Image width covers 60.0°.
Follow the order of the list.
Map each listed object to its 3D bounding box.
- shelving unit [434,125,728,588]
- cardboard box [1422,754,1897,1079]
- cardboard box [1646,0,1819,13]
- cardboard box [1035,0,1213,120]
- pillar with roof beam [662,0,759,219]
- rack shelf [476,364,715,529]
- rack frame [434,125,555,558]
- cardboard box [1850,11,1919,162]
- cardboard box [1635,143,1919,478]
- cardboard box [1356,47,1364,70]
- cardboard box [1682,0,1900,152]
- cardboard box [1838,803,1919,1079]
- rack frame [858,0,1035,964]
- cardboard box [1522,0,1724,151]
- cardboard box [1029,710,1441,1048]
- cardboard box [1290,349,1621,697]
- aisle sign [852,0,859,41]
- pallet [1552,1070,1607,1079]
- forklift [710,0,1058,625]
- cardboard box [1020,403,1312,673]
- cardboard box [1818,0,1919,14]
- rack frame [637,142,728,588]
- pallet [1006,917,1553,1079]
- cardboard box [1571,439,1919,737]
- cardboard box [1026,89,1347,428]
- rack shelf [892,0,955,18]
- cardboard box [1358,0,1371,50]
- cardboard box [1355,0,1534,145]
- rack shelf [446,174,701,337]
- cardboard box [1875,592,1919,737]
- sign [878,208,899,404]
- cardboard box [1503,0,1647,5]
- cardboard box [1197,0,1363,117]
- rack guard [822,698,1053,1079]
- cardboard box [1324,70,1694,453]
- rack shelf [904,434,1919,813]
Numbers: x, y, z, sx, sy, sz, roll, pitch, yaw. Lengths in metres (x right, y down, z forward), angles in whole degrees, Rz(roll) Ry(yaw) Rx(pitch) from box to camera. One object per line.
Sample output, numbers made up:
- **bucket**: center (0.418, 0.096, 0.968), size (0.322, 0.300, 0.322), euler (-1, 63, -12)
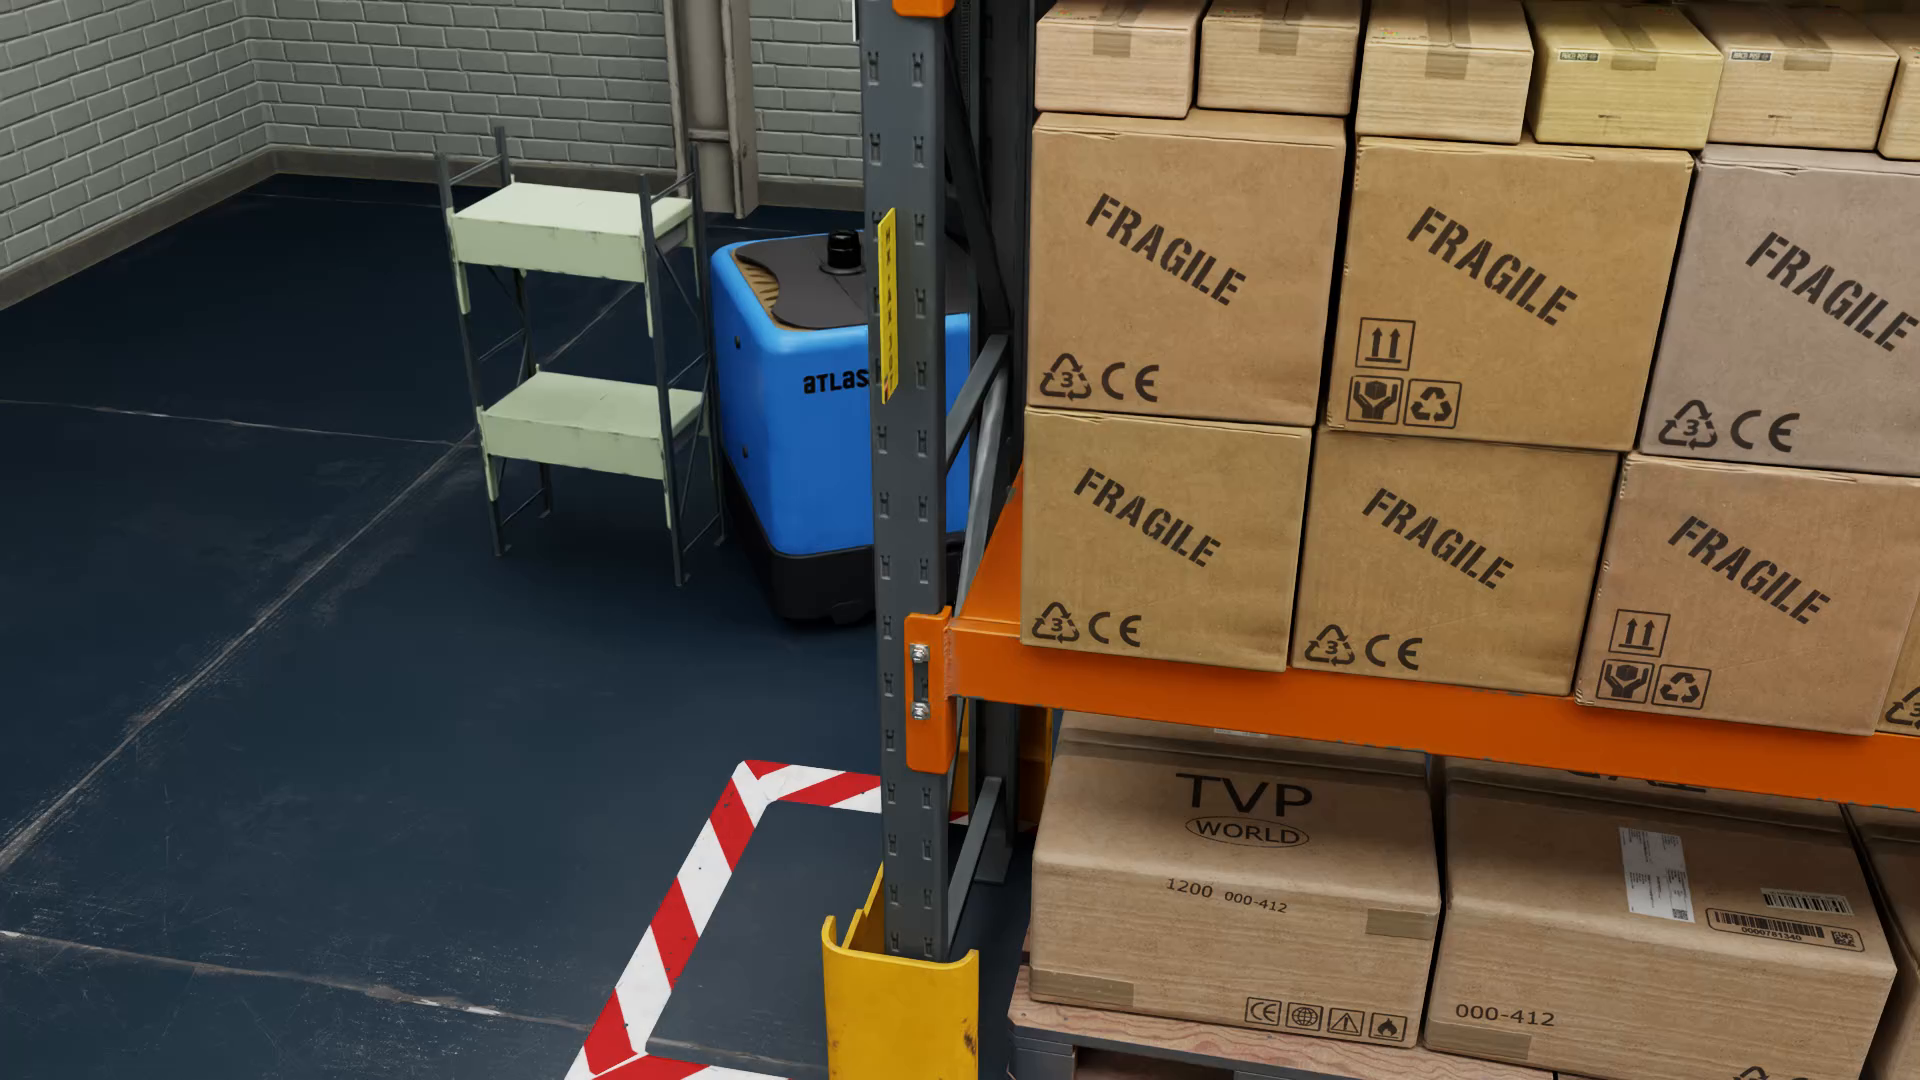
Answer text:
- **shelving unit**: center (-1.295, -0.633, 5.844), size (0.755, 1.500, 0.431), euler (8, 30, 15)
- **cardboard box**: center (1.561, 0.799, 3.898), size (0.875, 0.438, 0.875), euler (7, 29, 12)
- **cardboard box**: center (1.393, -0.968, 3.074), size (0.250, 0.149, 0.380), euler (6, 29, 10)
- **cardboard box**: center (0.288, -0.849, 2.857), size (0.250, 0.149, 0.380), euler (6, 29, 12)
- **pillar with roof beam**: center (-2.316, -3.883, 3.972), size (0.400, 9.000, 9.100), euler (6, 29, 11)
- **rack shelf**: center (-1.295, -0.347, 6.001), size (0.720, 0.370, 0.431), euler (8, 30, 15)
- **rack frame**: center (-1.644, -0.685, 5.940), size (0.023, 1.500, 0.400), euler (8, 30, 15)
- **cardboard box**: center (1.553, -0.712, 2.607), size (0.250, 0.149, 0.380), euler (6, 29, 11)
- **cardboard box**: center (1.420, -0.452, 2.807), size (0.500, 0.500, 0.500), euler (6, 29, 10)
- **cardboard box**: center (1.037, -0.755, 3.361), size (0.500, 0.500, 0.500), euler (6, 29, 11)
- **cardboard box**: center (1.318, -0.757, 2.689), size (0.250, 0.149, 0.380), euler (6, 29, 11)
- **cardboard box**: center (2.443, 0.890, 3.732), size (0.875, 0.438, 0.875), euler (5, 29, 9)
- **rack frame**: center (-0.002, -0.248, 3.579), size (0.127, 3.000, 1.000), euler (6, 29, 11)
- **cardboard box**: center (1.050, -0.759, 2.691), size (0.250, 0.149, 0.380), euler (5, 29, 9)
- **cardboard box**: center (0.665, 0.711, 4.059), size (0.875, 0.438, 0.875), euler (5, 29, 9)
- **cardboard box**: center (0.908, -0.071, 3.152), size (0.500, 0.500, 0.500), euler (5, 29, 10)
- **aisle sign**: center (-0.133, -1.259, 2.720), size (0.004, 0.787, 0.394), euler (6, 29, 11)
- **pallet**: center (1.986, 1.142, 3.944), size (1.213, 0.211, 1.003), euler (6, 29, 11)
- **forklift**: center (0.669, -1.406, 5.767), size (3.031, 2.935, 1.130), euler (-9, 30, -16)
- **cardboard box**: center (0.408, -0.109, 3.221), size (0.500, 0.500, 0.500), euler (6, 29, 10)
- **cardboard box**: center (1.650, -0.971, 3.079), size (0.250, 0.149, 0.380), euler (7, 29, 12)
- **rack frame**: center (-0.945, -0.581, 5.749), size (0.023, 1.500, 0.400), euler (8, 30, 15)
- **pallet**: center (0.797, 1.019, 4.170), size (1.213, 0.211, 1.003), euler (6, 29, 11)
- **cardboard box**: center (1.402, -0.012, 3.044), size (0.500, 0.500, 0.500), euler (6, 29, 10)
- **cardboard box**: center (0.408, -0.549, 2.983), size (0.500, 0.500, 0.500), euler (5, 29, 9)
- **rack shelf**: center (1.954, -1.048, 2.665), size (4.000, 0.370, 1.077), euler (6, 29, 11)
- **cardboard box**: center (0.914, -1.072, 3.265), size (0.250, 0.149, 0.380), euler (6, 29, 10)
- **cardboard box**: center (0.789, -0.777, 2.724), size (0.250, 0.149, 0.380), euler (7, 29, 12)
- **rack shelf**: center (-1.295, -0.975, 5.657), size (0.720, 0.370, 0.431), euler (8, 30, 15)
- **cardboard box**: center (1.895, 0.031, 2.966), size (0.500, 0.500, 0.500), euler (7, 29, 12)
- **sign**: center (-0.124, -0.402, 2.878), size (0.005, 0.325, 0.100), euler (6, 29, 11)
- **cardboard box**: center (1.152, -1.028, 3.183), size (0.250, 0.149, 0.380), euler (7, 29, 12)
- **cardboard box**: center (0.559, -0.856, 2.870), size (0.250, 0.149, 0.380), euler (7, 29, 12)
- **rack guard**: center (-0.025, 0.846, 4.184), size (0.348, 0.500, 1.175), euler (6, 29, 11)
- **cardboard box**: center (0.915, -0.500, 2.894), size (0.500, 0.500, 0.500), euler (5, 29, 9)
- **rack shelf**: center (1.954, 0.268, 3.386), size (4.000, 0.370, 1.077), euler (6, 29, 11)
